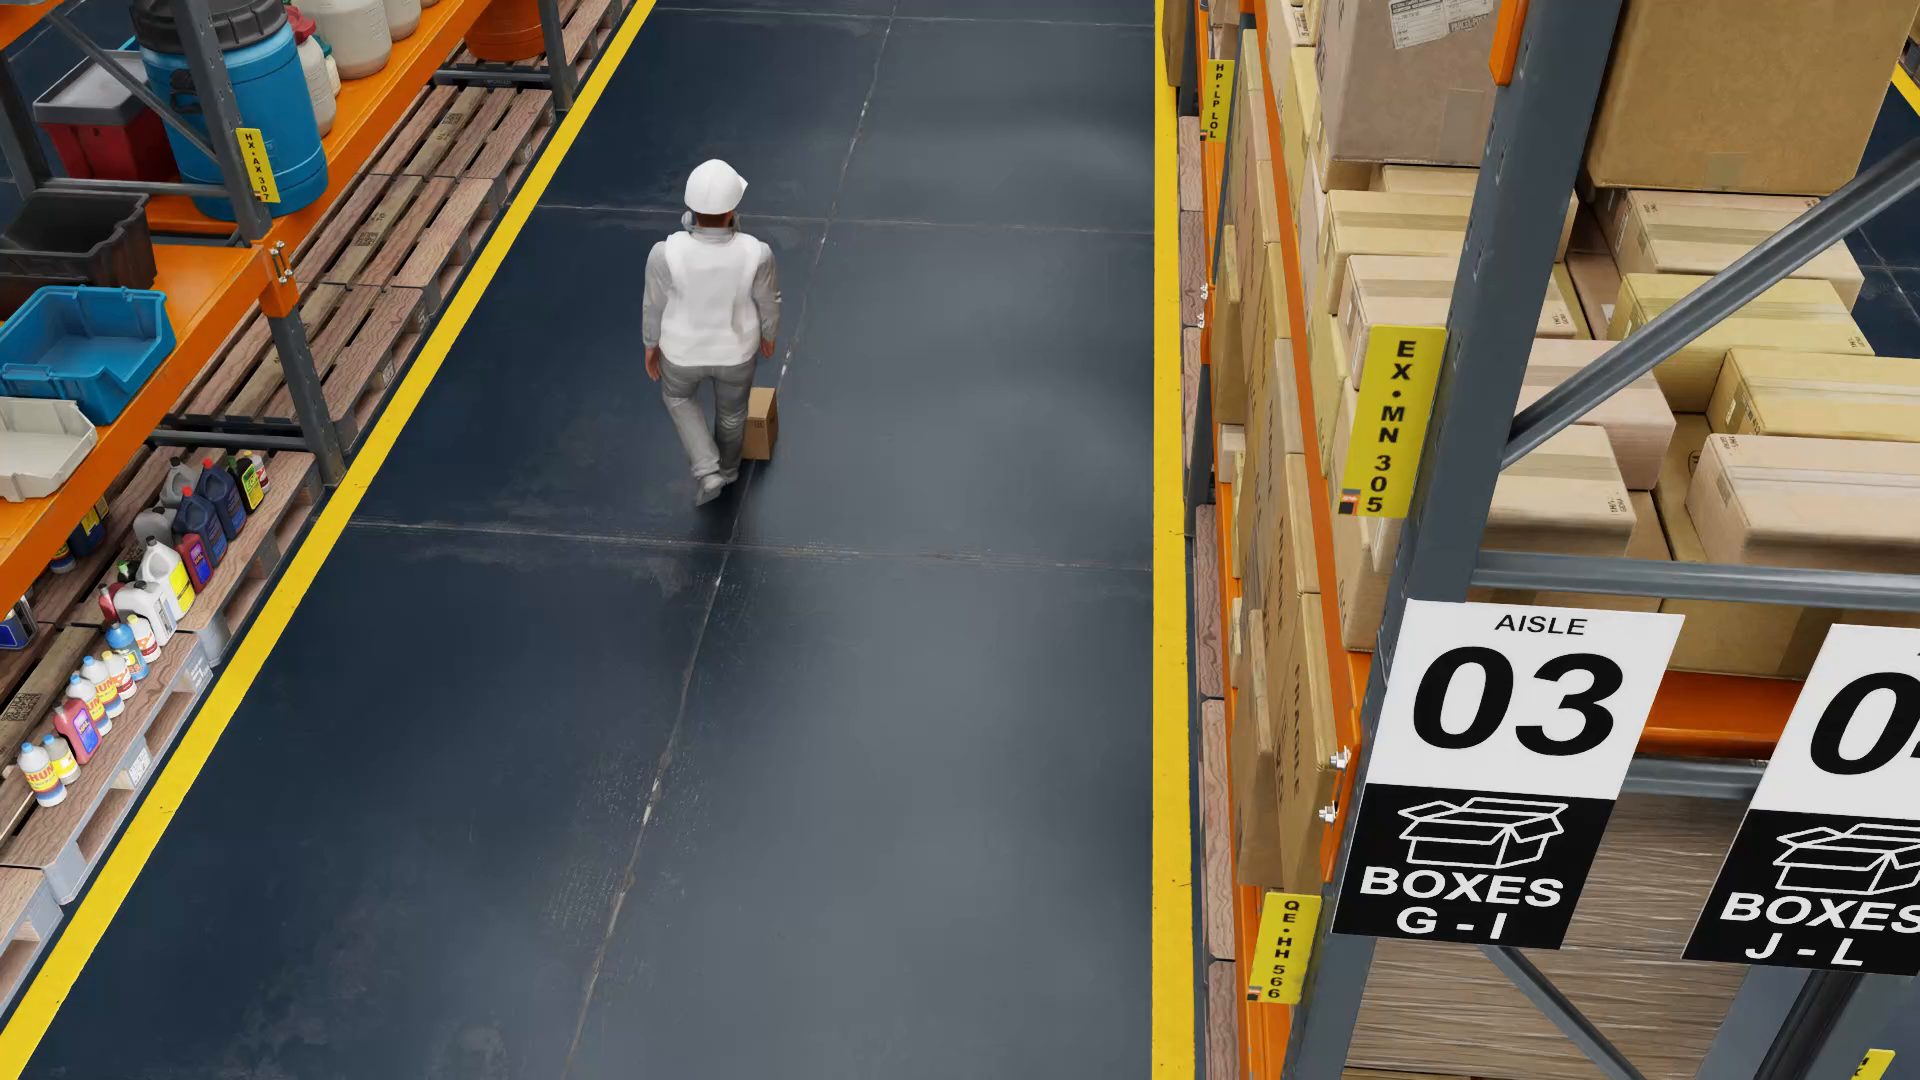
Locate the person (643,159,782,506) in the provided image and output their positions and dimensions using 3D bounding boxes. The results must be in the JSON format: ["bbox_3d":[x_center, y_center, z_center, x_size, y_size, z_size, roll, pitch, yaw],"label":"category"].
[{"bbox_3d":[-1.072,-0.907,7.216,0.601,1.752,0.688,-6,40,-7],"label":"person"}]
